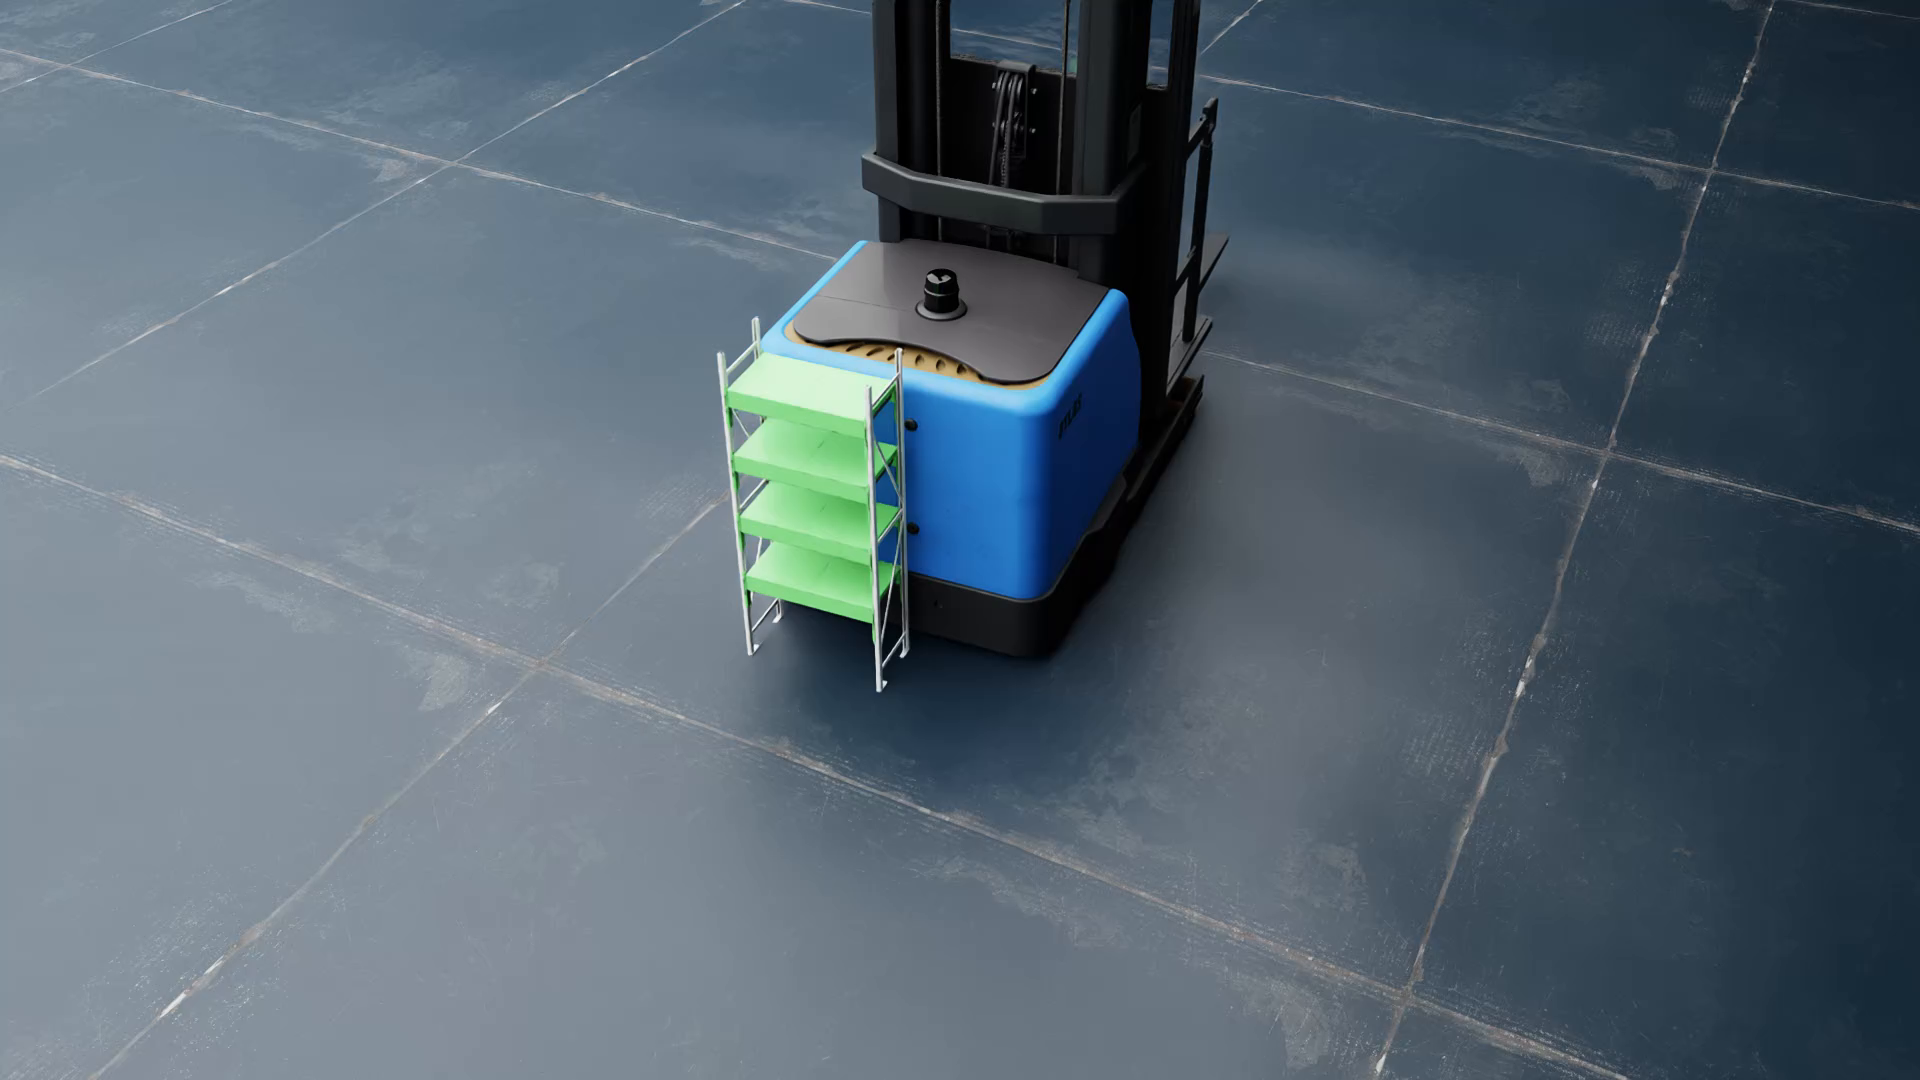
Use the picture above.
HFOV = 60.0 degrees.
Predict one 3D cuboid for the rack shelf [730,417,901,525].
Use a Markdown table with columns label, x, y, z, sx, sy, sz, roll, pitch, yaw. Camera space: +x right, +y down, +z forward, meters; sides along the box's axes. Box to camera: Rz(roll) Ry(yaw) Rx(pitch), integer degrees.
| label | x | y | z | sx | sy | sz | roll | pitch | yaw |
| --- | --- | --- | --- | --- | --- | --- | --- | --- | --- |
| rack shelf | -0.453 | -0.230 | 5.269 | 0.480 | 0.148 | 0.258 | 14 | 39 | 18 |

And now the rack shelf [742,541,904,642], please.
| label | x | y | z | sx | sy | sz | roll | pitch | yaw |
| --- | --- | --- | --- | --- | --- | --- | --- | --- | --- |
| rack shelf | -0.452 | 0.152 | 5.560 | 0.480 | 0.148 | 0.258 | 14 | 39 | 18 |

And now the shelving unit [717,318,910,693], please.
| label | x | y | z | sx | sy | sz | roll | pitch | yaw |
| --- | --- | --- | --- | --- | --- | --- | --- | --- | --- |
| shelving unit | -0.452 | -0.090 | 5.376 | 0.503 | 1.200 | 0.258 | 14 | 39 | 18 |

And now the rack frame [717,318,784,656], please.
| label | x | y | z | sx | sy | sz | roll | pitch | yaw |
| --- | --- | --- | --- | --- | --- | --- | --- | --- | --- |
| rack frame | -0.678 | -0.146 | 5.450 | 0.015 | 1.200 | 0.240 | 14 | 39 | 18 |

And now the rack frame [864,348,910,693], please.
| label | x | y | z | sx | sy | sz | roll | pitch | yaw |
| --- | --- | --- | --- | --- | --- | --- | --- | --- | --- |
| rack frame | -0.227 | -0.034 | 5.302 | 0.015 | 1.200 | 0.240 | 14 | 39 | 18 |

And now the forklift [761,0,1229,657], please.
| label | x | y | z | sx | sy | sz | roll | pitch | yaw |
| --- | --- | --- | --- | --- | --- | --- | --- | --- | --- |
| forklift | 0.367 | -1.663 | 6.016 | 1.130 | 2.935 | 3.031 | 14 | 39 | 18 |

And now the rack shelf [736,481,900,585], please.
| label | x | y | z | sx | sy | sz | roll | pitch | yaw |
| --- | --- | --- | --- | --- | --- | --- | --- | --- | --- |
| rack shelf | -0.452 | -0.039 | 5.415 | 0.480 | 0.148 | 0.258 | 14 | 39 | 18 |

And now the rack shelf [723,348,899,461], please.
| label | x | y | z | sx | sy | sz | roll | pitch | yaw |
| --- | --- | --- | --- | --- | --- | --- | --- | --- | --- |
| rack shelf | -0.453 | -0.421 | 5.124 | 0.480 | 0.148 | 0.258 | 14 | 39 | 18 |
